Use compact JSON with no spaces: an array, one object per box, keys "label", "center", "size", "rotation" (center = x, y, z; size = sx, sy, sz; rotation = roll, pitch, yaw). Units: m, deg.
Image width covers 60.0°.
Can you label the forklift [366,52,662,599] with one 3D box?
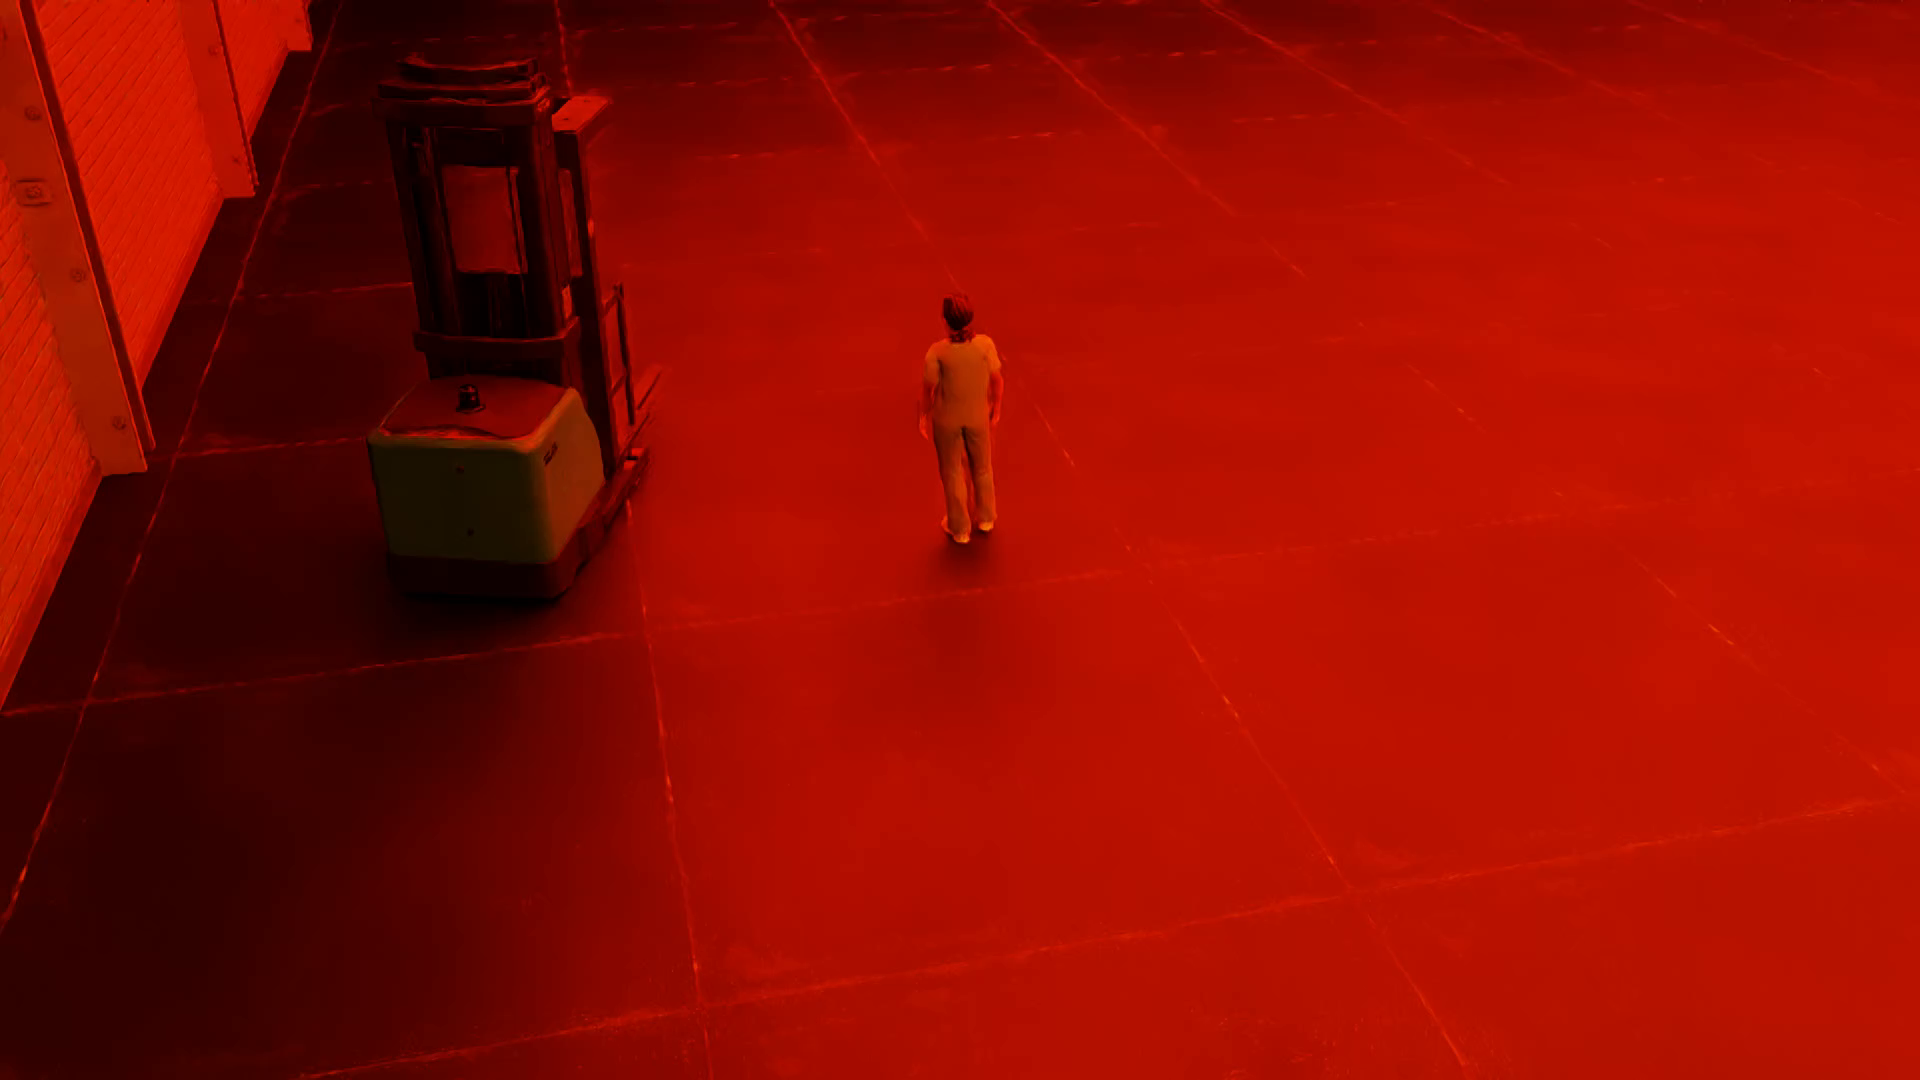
[{"label":"forklift","center":[-2.709,-1.635,10.399],"size":[1.130,2.935,3.031],"rotation":[3,30,6]}]

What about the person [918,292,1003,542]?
[{"label":"person","center":[-0.004,-0.769,10.142],"size":[0.550,1.674,0.548],"rotation":[-7,31,-12]}]
